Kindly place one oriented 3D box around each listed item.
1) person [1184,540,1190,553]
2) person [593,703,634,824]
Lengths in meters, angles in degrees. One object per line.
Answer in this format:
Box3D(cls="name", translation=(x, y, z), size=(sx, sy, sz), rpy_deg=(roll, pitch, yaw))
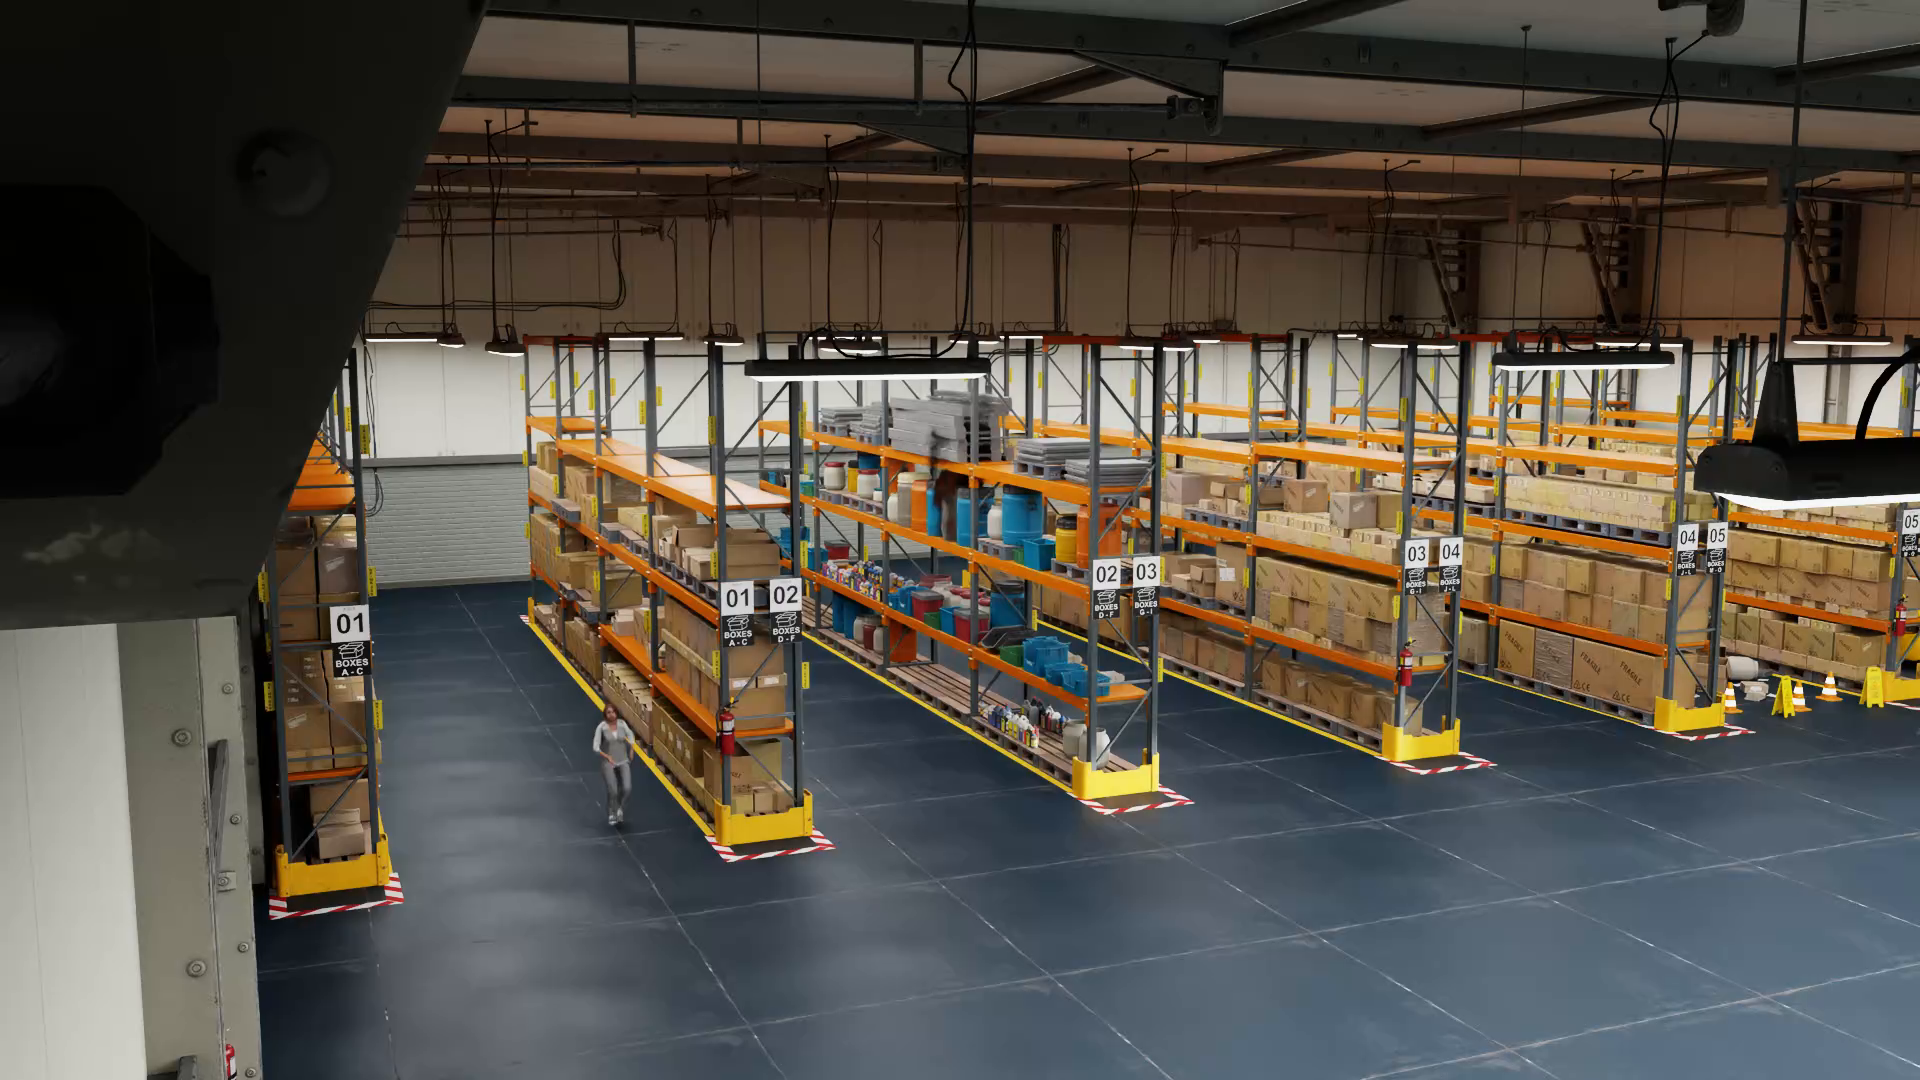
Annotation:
Box3D(cls="person", translation=(5.823, 0.031, 41.791), size=(0.496, 1.541, 0.573), rpy_deg=(3, 8, 23))
Box3D(cls="person", translation=(-4.298, 2.805, 20.763), size=(0.552, 1.555, 0.567), rpy_deg=(-3, 8, -24))
